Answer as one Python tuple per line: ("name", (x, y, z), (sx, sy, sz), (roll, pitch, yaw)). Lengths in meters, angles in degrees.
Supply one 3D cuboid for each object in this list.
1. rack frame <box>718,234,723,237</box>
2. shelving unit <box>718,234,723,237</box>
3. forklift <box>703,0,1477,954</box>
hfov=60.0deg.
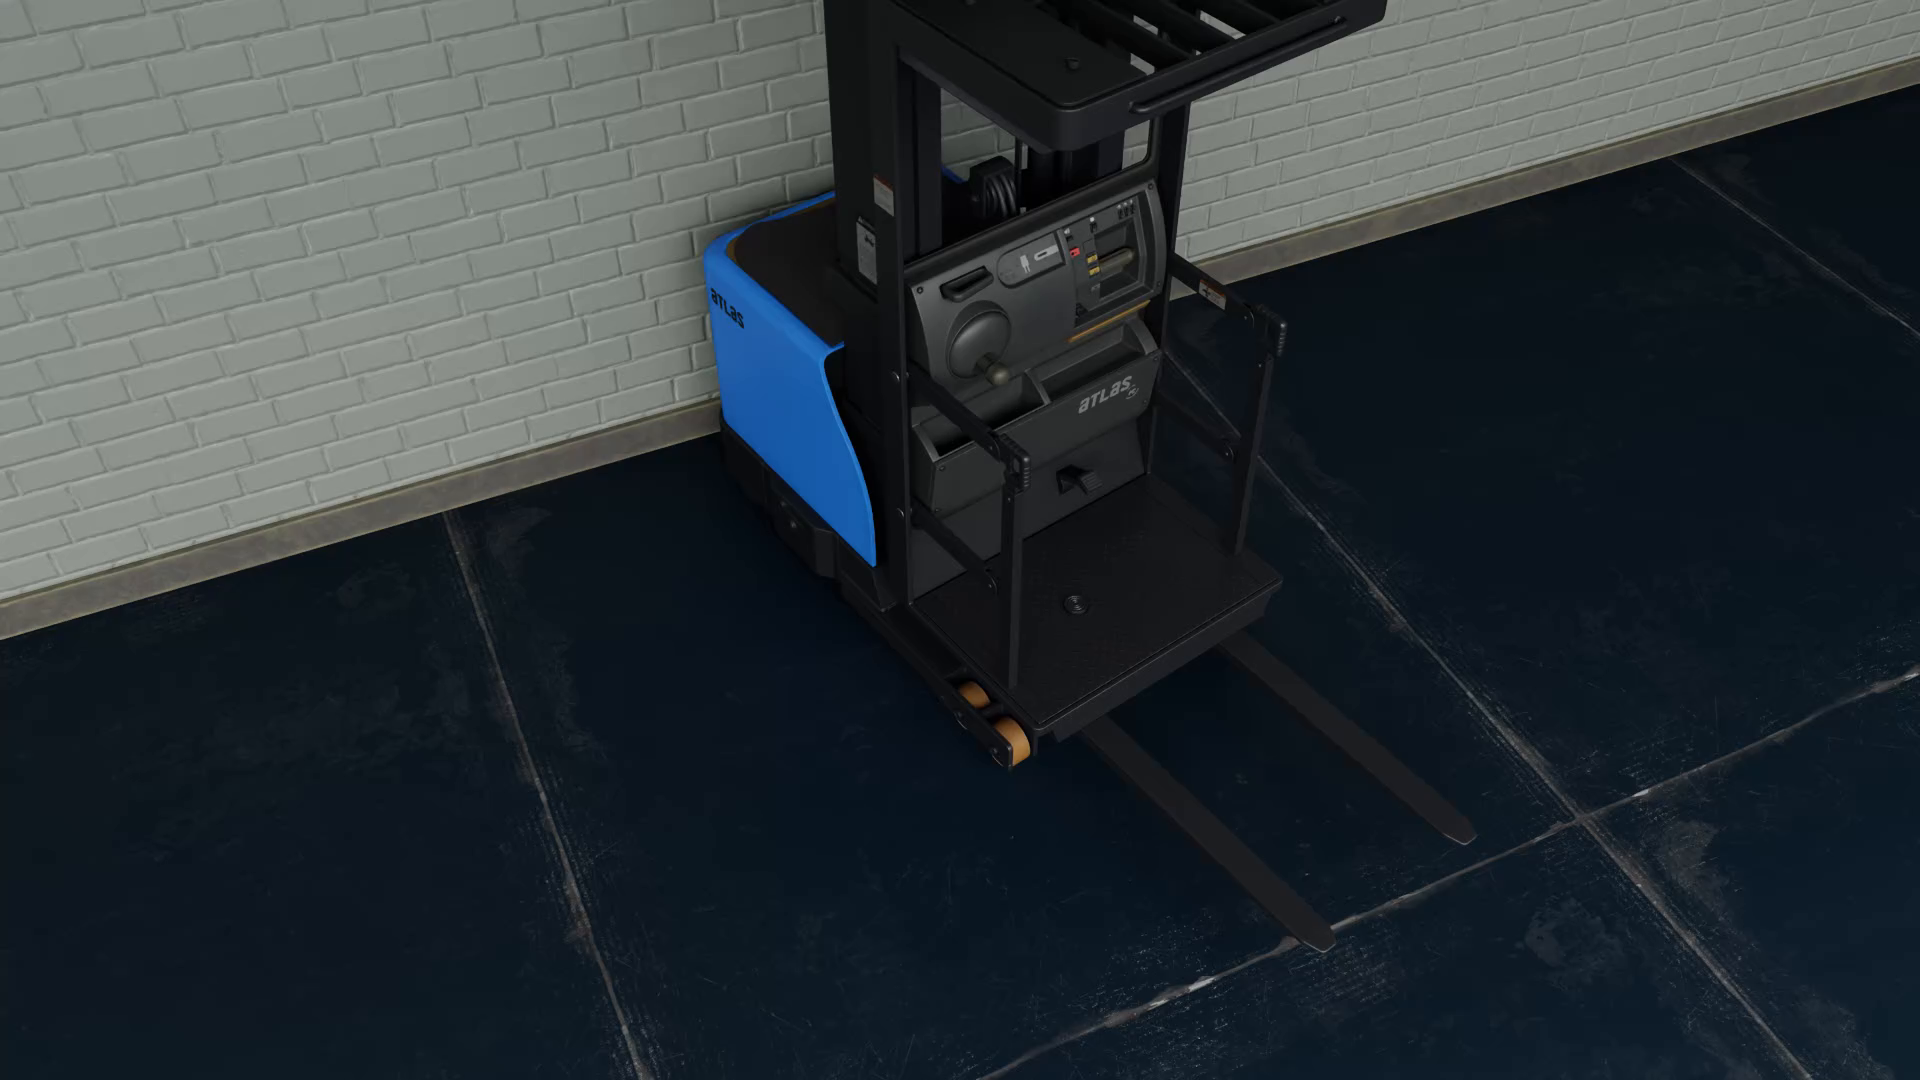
("rack frame", (-0.763, -0.840, 6.463), (0.240, 0.900, 0.006), (-19, 48, -15))
("shelving unit", (-0.721, -0.775, 6.397), (0.258, 0.900, 0.210), (-19, 48, -15))
("forklift", (0.381, -0.693, 4.865), (1.130, 2.935, 3.031), (-28, 51, -26))
